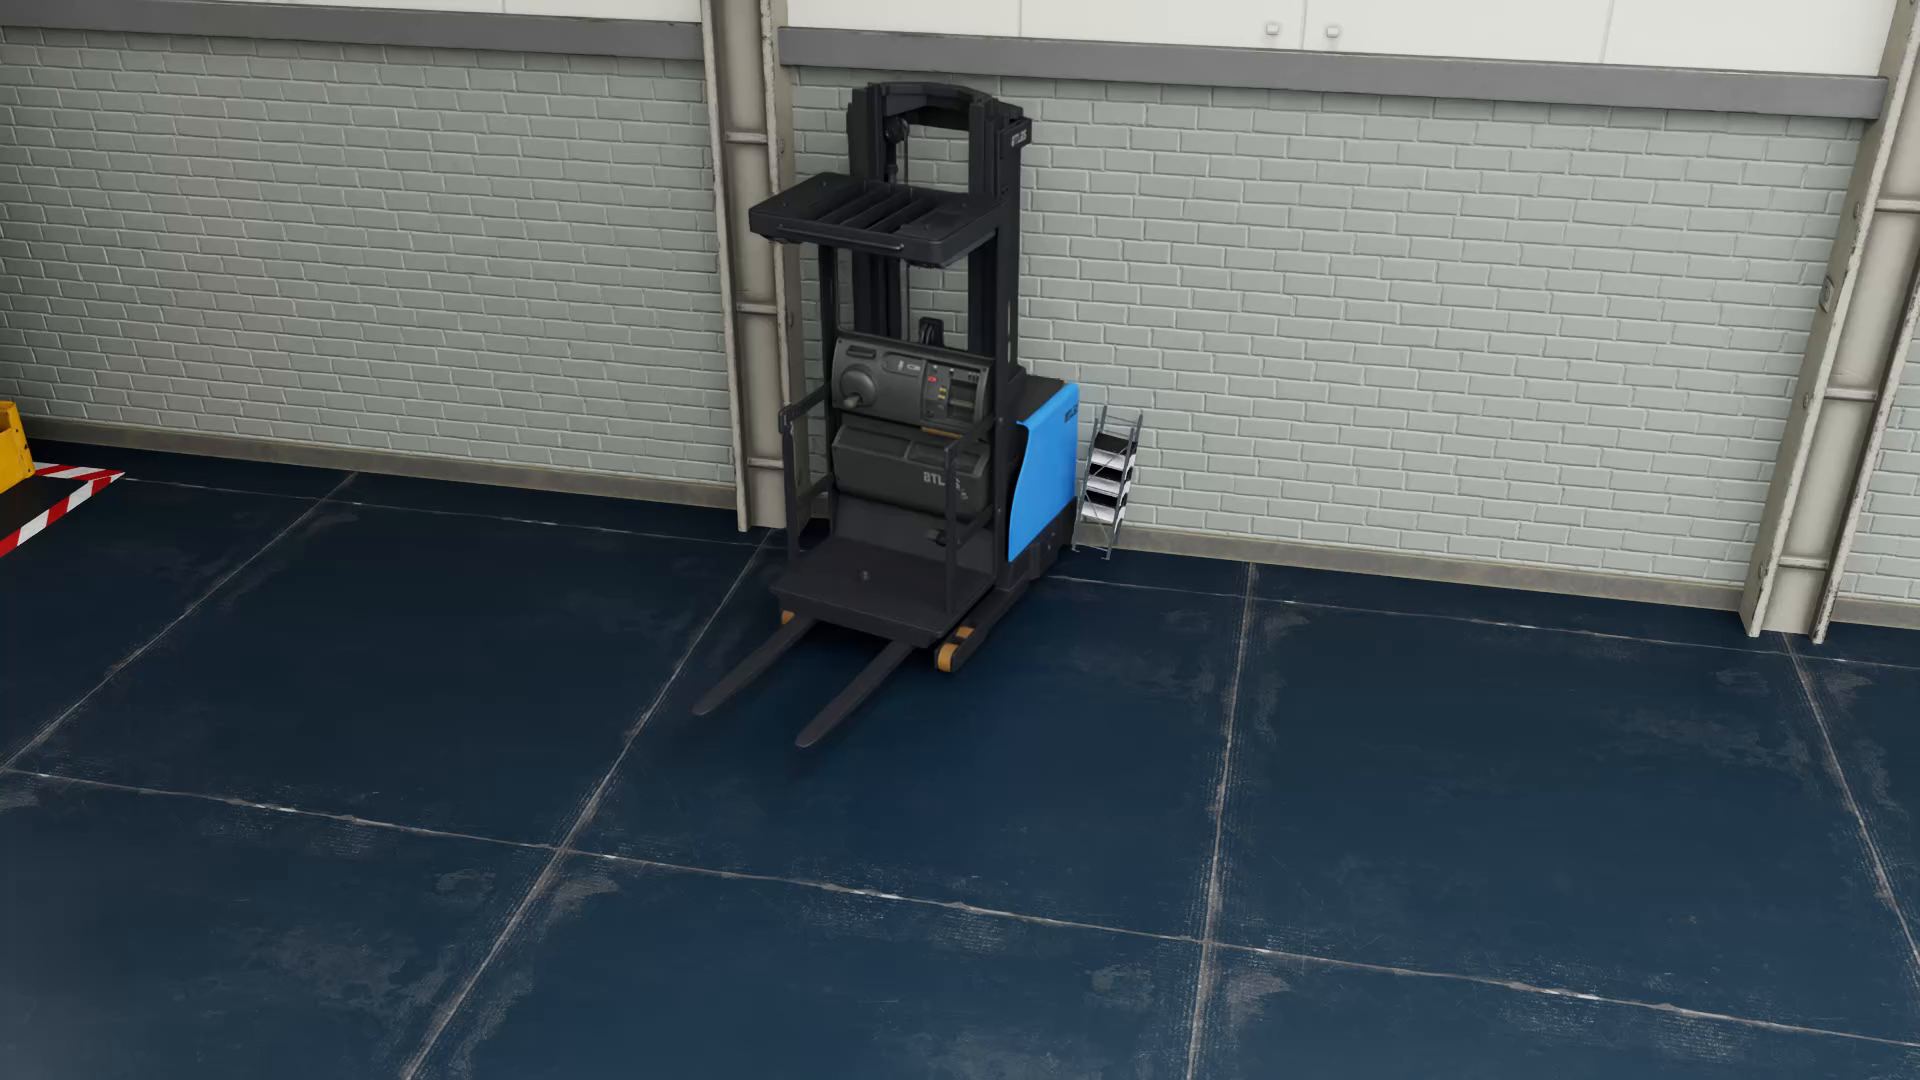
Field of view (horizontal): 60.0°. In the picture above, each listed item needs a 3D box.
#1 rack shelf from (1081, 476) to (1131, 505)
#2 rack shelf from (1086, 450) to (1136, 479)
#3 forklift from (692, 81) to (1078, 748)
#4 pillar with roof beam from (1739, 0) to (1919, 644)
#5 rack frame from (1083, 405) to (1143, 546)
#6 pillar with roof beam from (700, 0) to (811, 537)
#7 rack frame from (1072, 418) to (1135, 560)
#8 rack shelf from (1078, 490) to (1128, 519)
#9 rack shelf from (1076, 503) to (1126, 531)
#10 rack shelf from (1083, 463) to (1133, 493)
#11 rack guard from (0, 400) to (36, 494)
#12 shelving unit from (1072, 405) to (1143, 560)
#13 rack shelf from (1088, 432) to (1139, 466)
[{"bbox_3d":[0.879,-0.311,10.027,0.258,0.077,0.200,16,31,13],"label":"rack shelf"},{"bbox_3d":[0.901,-0.466,9.938,0.258,0.077,0.200,16,31,13],"label":"rack shelf"},{"bbox_3d":[-0.370,-0.801,8.823,1.130,2.935,3.031,14,32,23],"label":"forklift"},{"bbox_3d":[3.791,-1.434,3.661,0.400,9.000,9.100,6,29,11],"label":"pillar with roof beam"},{"bbox_3d":[0.916,-0.384,10.096,0.240,0.900,0.006,16,31,13],"label":"rack frame"},{"bbox_3d":[-2.077,-2.036,4.760,0.400,9.000,9.100,6,29,11],"label":"pillar with roof beam"},{"bbox_3d":[0.850,-0.295,9.925,0.240,0.900,0.006,16,31,13],"label":"rack frame"},{"bbox_3d":[0.868,-0.234,10.072,0.258,0.077,0.200,16,31,13],"label":"rack shelf"},{"bbox_3d":[0.857,-0.156,10.116,0.258,0.077,0.200,16,31,13],"label":"rack shelf"},{"bbox_3d":[0.890,-0.388,9.982,0.258,0.077,0.200,16,31,13],"label":"rack shelf"},{"bbox_3d":[-6.529,-0.436,10.688,0.348,0.500,1.175,6,29,11],"label":"rack guard"},{"bbox_3d":[0.883,-0.340,10.011,0.258,0.900,0.210,16,31,13],"label":"shelving unit"},{"bbox_3d":[0.911,-0.543,9.893,0.258,0.077,0.200,16,31,13],"label":"rack shelf"}]
